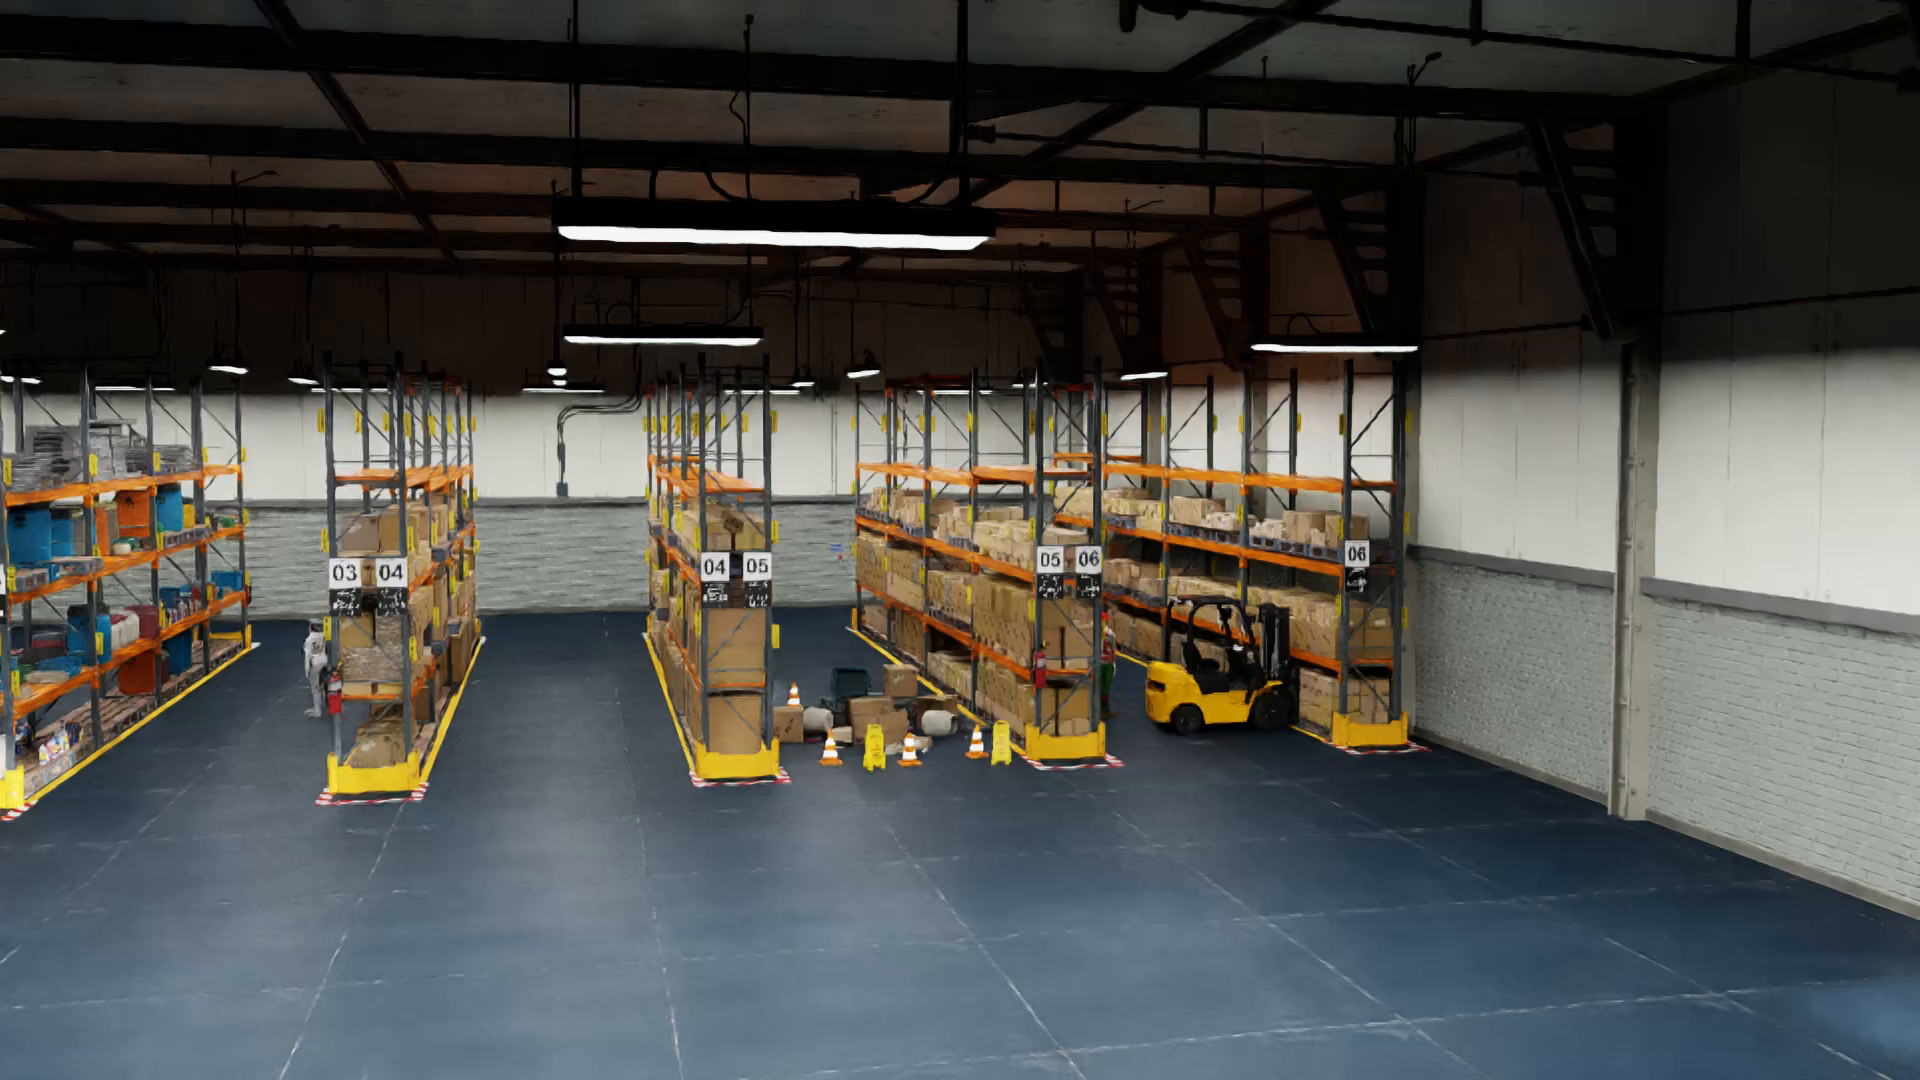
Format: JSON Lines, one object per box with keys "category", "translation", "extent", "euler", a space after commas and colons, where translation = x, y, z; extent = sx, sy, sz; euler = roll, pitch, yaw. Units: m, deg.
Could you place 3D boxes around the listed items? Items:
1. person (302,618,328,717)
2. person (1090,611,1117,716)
{"category": "person", "translation": [-11.070, 2.175, 28.486], "extent": [0.459, 1.677, 0.514], "euler": [1, 4, 17]}
{"category": "person", "translation": [2.476, 2.102, 28.576], "extent": [0.443, 1.787, 0.600], "euler": [-4, 5, -44]}
